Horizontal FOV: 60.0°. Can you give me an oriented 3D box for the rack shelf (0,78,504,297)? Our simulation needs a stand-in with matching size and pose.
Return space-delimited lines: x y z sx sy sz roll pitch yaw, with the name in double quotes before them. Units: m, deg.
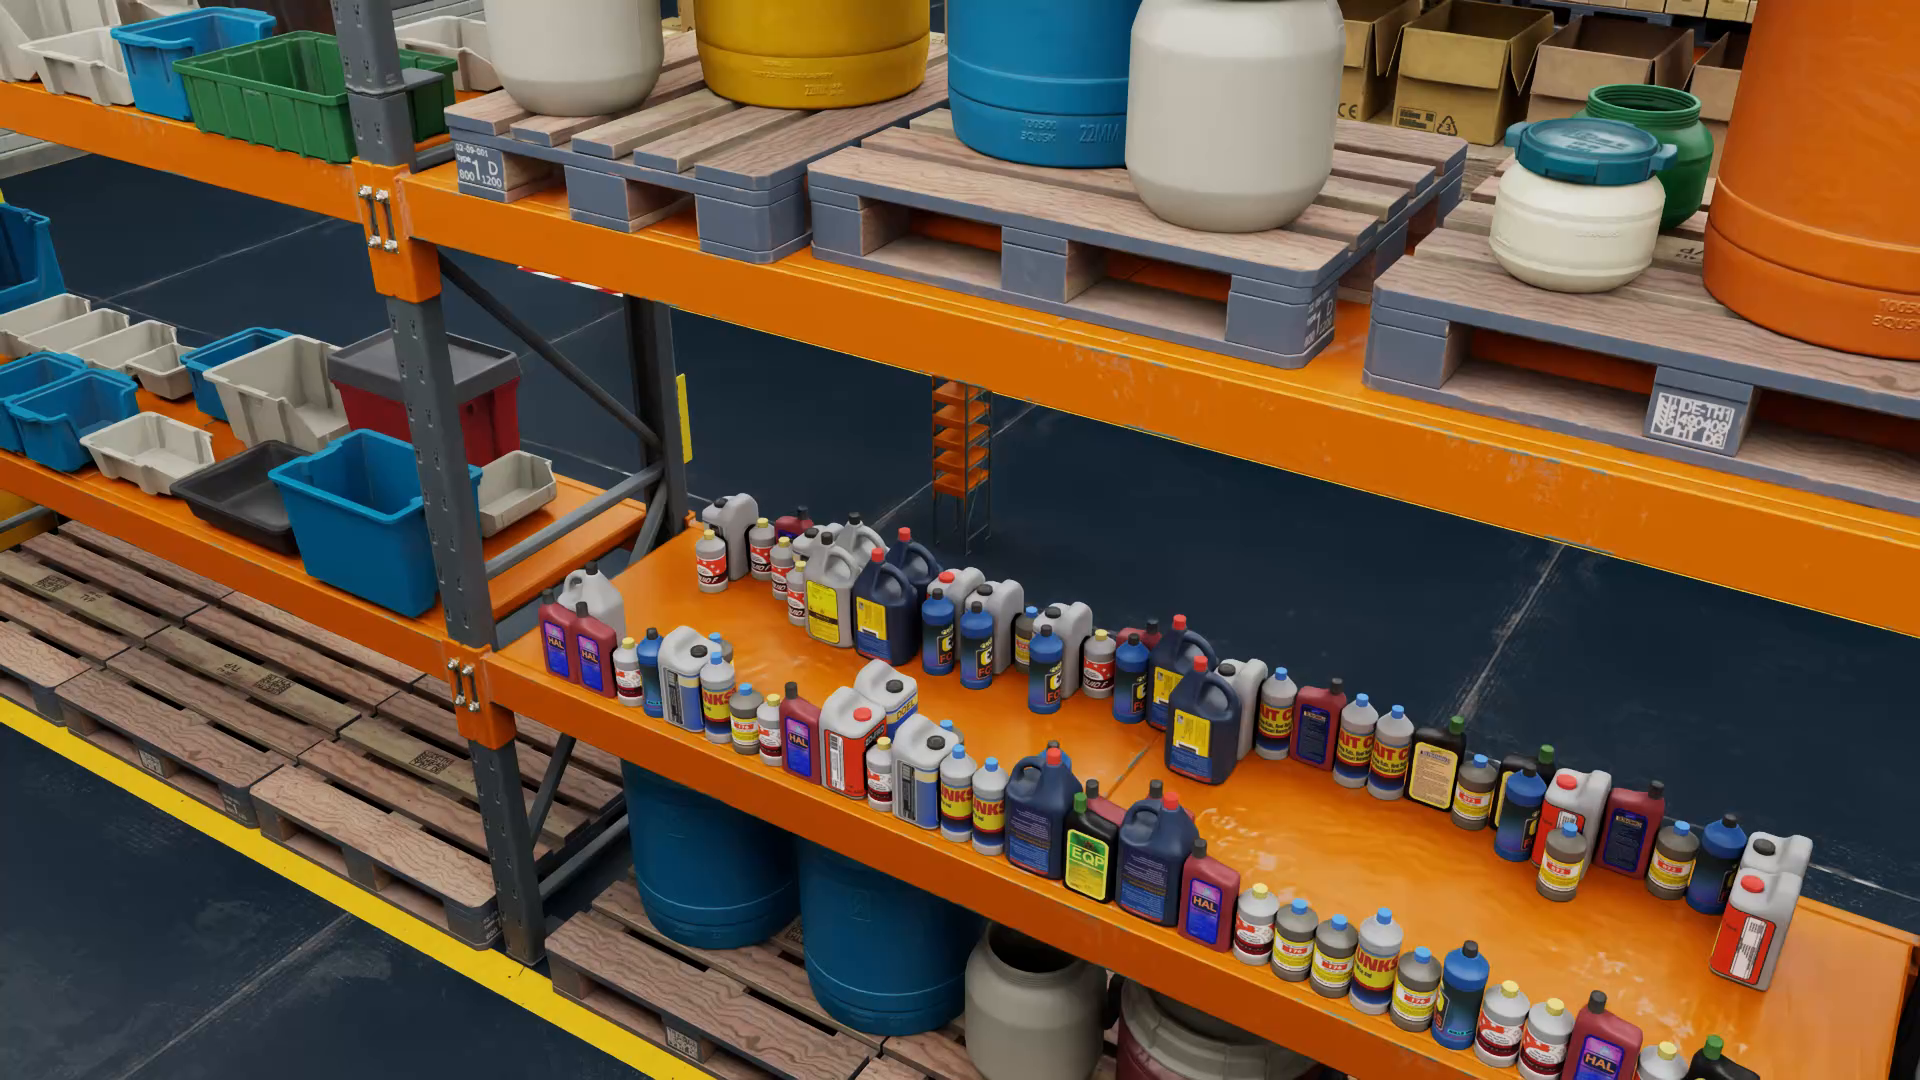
"rack shelf" -2.951 -1.570 5.701 4.000 0.370 1.077 18 35 27

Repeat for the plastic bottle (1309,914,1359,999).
"plastic bottle" 0.866 0.951 3.840 0.097 0.201 0.097 0 30 0

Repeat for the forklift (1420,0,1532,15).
"forklift" 3.432 -3.378 11.132 3.031 2.935 1.130 -21 36 -32

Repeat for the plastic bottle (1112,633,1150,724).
"plastic bottle" 0.489 0.386 4.739 0.097 0.271 0.097 0 30 0

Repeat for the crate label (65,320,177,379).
"crate label" -3.371 -0.744 6.750 0.243 0.136 0.396 18 35 27

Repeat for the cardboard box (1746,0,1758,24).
"cardboard box" 5.508 -3.608 11.290 0.250 0.149 0.380 16 34 25

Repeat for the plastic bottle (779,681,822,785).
"plastic bottle" -0.421 0.519 4.499 0.133 0.283 0.061 18 35 27

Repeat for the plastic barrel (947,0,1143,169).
"plastic barrel" 0.270 -1.351 3.698 0.708 0.901 0.600 18 35 27

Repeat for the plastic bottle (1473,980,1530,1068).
"plastic bottle" 1.195 1.055 3.661 0.097 0.201 0.097 0 30 0

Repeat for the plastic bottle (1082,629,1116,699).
"plastic bottle" 0.408 0.355 4.862 0.097 0.201 0.097 0 30 0

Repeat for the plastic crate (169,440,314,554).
"plastic crate" -2.348 -0.141 5.729 0.590 0.125 0.437 18 35 27

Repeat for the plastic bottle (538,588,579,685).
"plastic bottle" -1.173 0.282 4.906 0.133 0.283 0.061 18 35 27

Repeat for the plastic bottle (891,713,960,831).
"plastic bottle" -0.087 0.601 4.366 0.135 0.276 0.152 18 35 27

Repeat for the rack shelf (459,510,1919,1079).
"rack shelf" 0.437 0.797 4.620 4.000 0.370 1.077 18 35 27

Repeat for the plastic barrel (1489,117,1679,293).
"plastic barrel" 1.145 -0.620 3.079 0.301 0.262 0.301 0 30 0

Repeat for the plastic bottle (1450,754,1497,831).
"plastic bottle" 1.348 0.652 4.353 0.097 0.201 0.097 0 30 0

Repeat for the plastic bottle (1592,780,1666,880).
"plastic bottle" 1.682 0.711 4.170 0.133 0.283 0.061 18 35 27

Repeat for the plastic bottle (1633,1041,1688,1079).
"plastic bottle" 1.473 1.143 3.511 0.097 0.201 0.097 0 30 0

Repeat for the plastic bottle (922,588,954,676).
"plastic bottle" -0.065 0.265 4.946 0.097 0.271 0.097 0 30 0

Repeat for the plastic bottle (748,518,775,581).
"plastic bottle" -0.639 0.024 5.430 0.097 0.201 0.097 0 30 0

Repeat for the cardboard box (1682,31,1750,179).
"cardboard box" 3.603 -1.947 7.515 0.637 0.503 0.797 18 35 28

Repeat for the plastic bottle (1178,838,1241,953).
"plastic bottle" 0.593 0.840 3.949 0.133 0.283 0.061 18 35 27

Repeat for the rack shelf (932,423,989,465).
"rack shelf" 0.012 -0.476 7.963 0.180 0.103 0.258 18 35 27

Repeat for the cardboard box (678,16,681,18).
"cardboard box" -1.460 -3.282 10.752 0.500 0.250 0.500 17 34 27

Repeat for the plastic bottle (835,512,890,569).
"plastic bottle" -0.305 0.079 5.187 0.185 0.351 0.144 18 35 27

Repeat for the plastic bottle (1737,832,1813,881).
"plastic bottle" 1.936 0.822 3.987 0.135 0.276 0.152 18 35 27

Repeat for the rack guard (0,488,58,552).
"rack guard" -4.672 -0.042 7.826 0.348 0.500 1.175 18 35 27

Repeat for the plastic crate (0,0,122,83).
"plastic crate" -2.932 -1.640 5.225 0.530 0.282 0.437 18 35 27

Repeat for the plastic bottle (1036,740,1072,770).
"plastic bottle" 0.238 0.637 4.310 0.097 0.271 0.097 0 30 0

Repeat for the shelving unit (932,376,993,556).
"shelving unit" 0.012 -0.514 7.941 0.189 1.200 0.258 18 35 27

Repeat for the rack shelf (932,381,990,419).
"rack shelf" 0.012 -0.683 7.842 0.180 0.103 0.258 18 35 27

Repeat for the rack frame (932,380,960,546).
"rack frame" -0.065 -0.539 7.983 0.006 1.200 0.240 18 35 27

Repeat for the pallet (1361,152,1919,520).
"pallet" 1.535 -0.438 3.235 1.213 0.211 1.003 18 35 27

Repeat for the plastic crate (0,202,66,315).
"plastic crate" -4.262 -1.152 7.153 0.499 0.435 0.616 18 35 27

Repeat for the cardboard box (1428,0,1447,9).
"cardboard box" 3.732 -4.121 12.586 0.250 0.149 0.380 17 34 27

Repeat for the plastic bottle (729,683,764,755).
"plastic bottle" -0.592 0.490 4.630 0.097 0.201 0.097 0 30 0

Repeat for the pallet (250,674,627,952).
"pallet" -1.901 0.975 6.369 1.213 0.211 1.003 18 35 27

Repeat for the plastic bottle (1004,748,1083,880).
"plastic bottle" 0.211 0.666 4.181 0.185 0.351 0.144 18 35 27

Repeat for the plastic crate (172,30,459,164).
"plastic crate" -1.777 -1.238 4.628 0.662 0.188 0.450 18 35 27

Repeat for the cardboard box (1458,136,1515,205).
"cardboard box" 2.483 -1.708 8.101 0.500 0.500 0.500 17 34 26

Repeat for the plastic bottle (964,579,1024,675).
"plastic bottle" 0.099 0.241 4.983 0.135 0.276 0.152 18 35 27

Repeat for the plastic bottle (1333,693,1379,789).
"plastic bottle" 1.070 0.534 4.486 0.097 0.271 0.097 0 30 0

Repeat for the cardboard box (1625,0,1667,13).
"cardboard box" 4.847 -3.816 11.647 0.250 0.149 0.380 18 35 28

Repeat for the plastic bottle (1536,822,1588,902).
"plastic bottle" 1.494 0.789 4.119 0.097 0.201 0.097 0 30 0

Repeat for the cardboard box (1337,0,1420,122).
"cardboard box" 1.921 -2.472 8.416 0.637 0.503 0.797 17 34 26

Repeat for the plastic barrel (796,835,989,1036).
"plastic barrel" -0.206 1.019 5.193 0.708 0.901 0.600 18 35 27

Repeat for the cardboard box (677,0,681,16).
"cardboard box" -1.459 -3.604 10.560 0.500 0.500 0.500 18 35 28

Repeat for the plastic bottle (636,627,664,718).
"plastic bottle" -0.870 0.372 4.764 0.097 0.271 0.097 0 30 0

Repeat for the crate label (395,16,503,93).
"crate label" -1.518 -1.485 5.104 0.466 0.136 0.293 18 35 27

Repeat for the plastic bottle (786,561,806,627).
"plastic bottle" -0.493 0.160 5.196 0.097 0.201 0.097 0 30 0

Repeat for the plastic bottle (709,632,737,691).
"plastic bottle" -0.707 0.363 4.848 0.097 0.201 0.097 0 30 0

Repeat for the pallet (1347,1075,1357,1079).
"pallet" 1.441 2.033 4.555 1.213 0.211 1.003 18 35 27

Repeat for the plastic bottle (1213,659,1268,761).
"plastic bottle" 0.762 0.451 4.624 0.135 0.276 0.152 18 35 27

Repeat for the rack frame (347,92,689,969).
"rack frame" -1.257 -0.049 5.358 0.127 3.000 1.000 18 35 27

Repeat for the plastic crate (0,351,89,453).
"plastic crate" -3.496 -0.515 6.263 0.300 0.233 0.416 18 35 27
